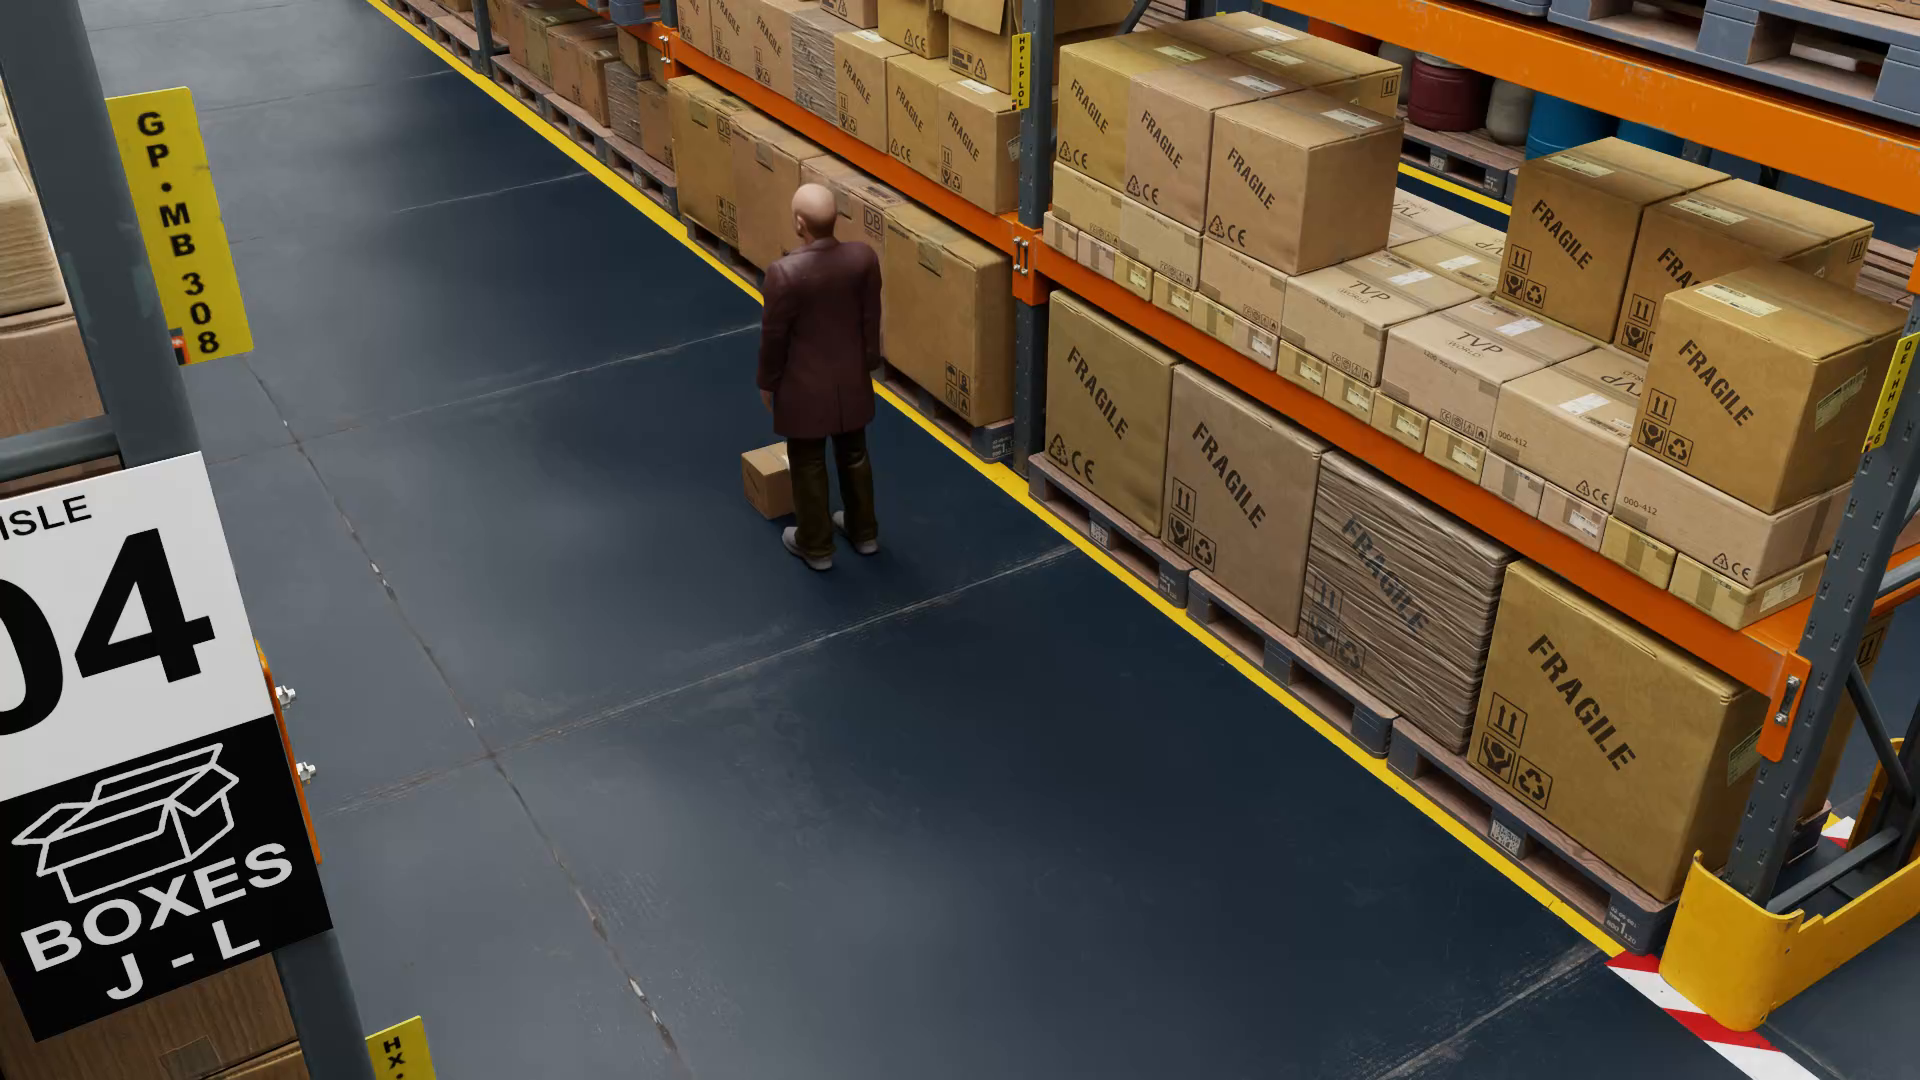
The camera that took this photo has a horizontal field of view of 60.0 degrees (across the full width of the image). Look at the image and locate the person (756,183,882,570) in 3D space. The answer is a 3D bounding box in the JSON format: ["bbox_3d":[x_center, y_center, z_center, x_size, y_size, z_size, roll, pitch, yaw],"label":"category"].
[{"bbox_3d":[-0.628,-0.716,7.282,0.569,1.787,0.389,-18,36,-26],"label":"person"}]
